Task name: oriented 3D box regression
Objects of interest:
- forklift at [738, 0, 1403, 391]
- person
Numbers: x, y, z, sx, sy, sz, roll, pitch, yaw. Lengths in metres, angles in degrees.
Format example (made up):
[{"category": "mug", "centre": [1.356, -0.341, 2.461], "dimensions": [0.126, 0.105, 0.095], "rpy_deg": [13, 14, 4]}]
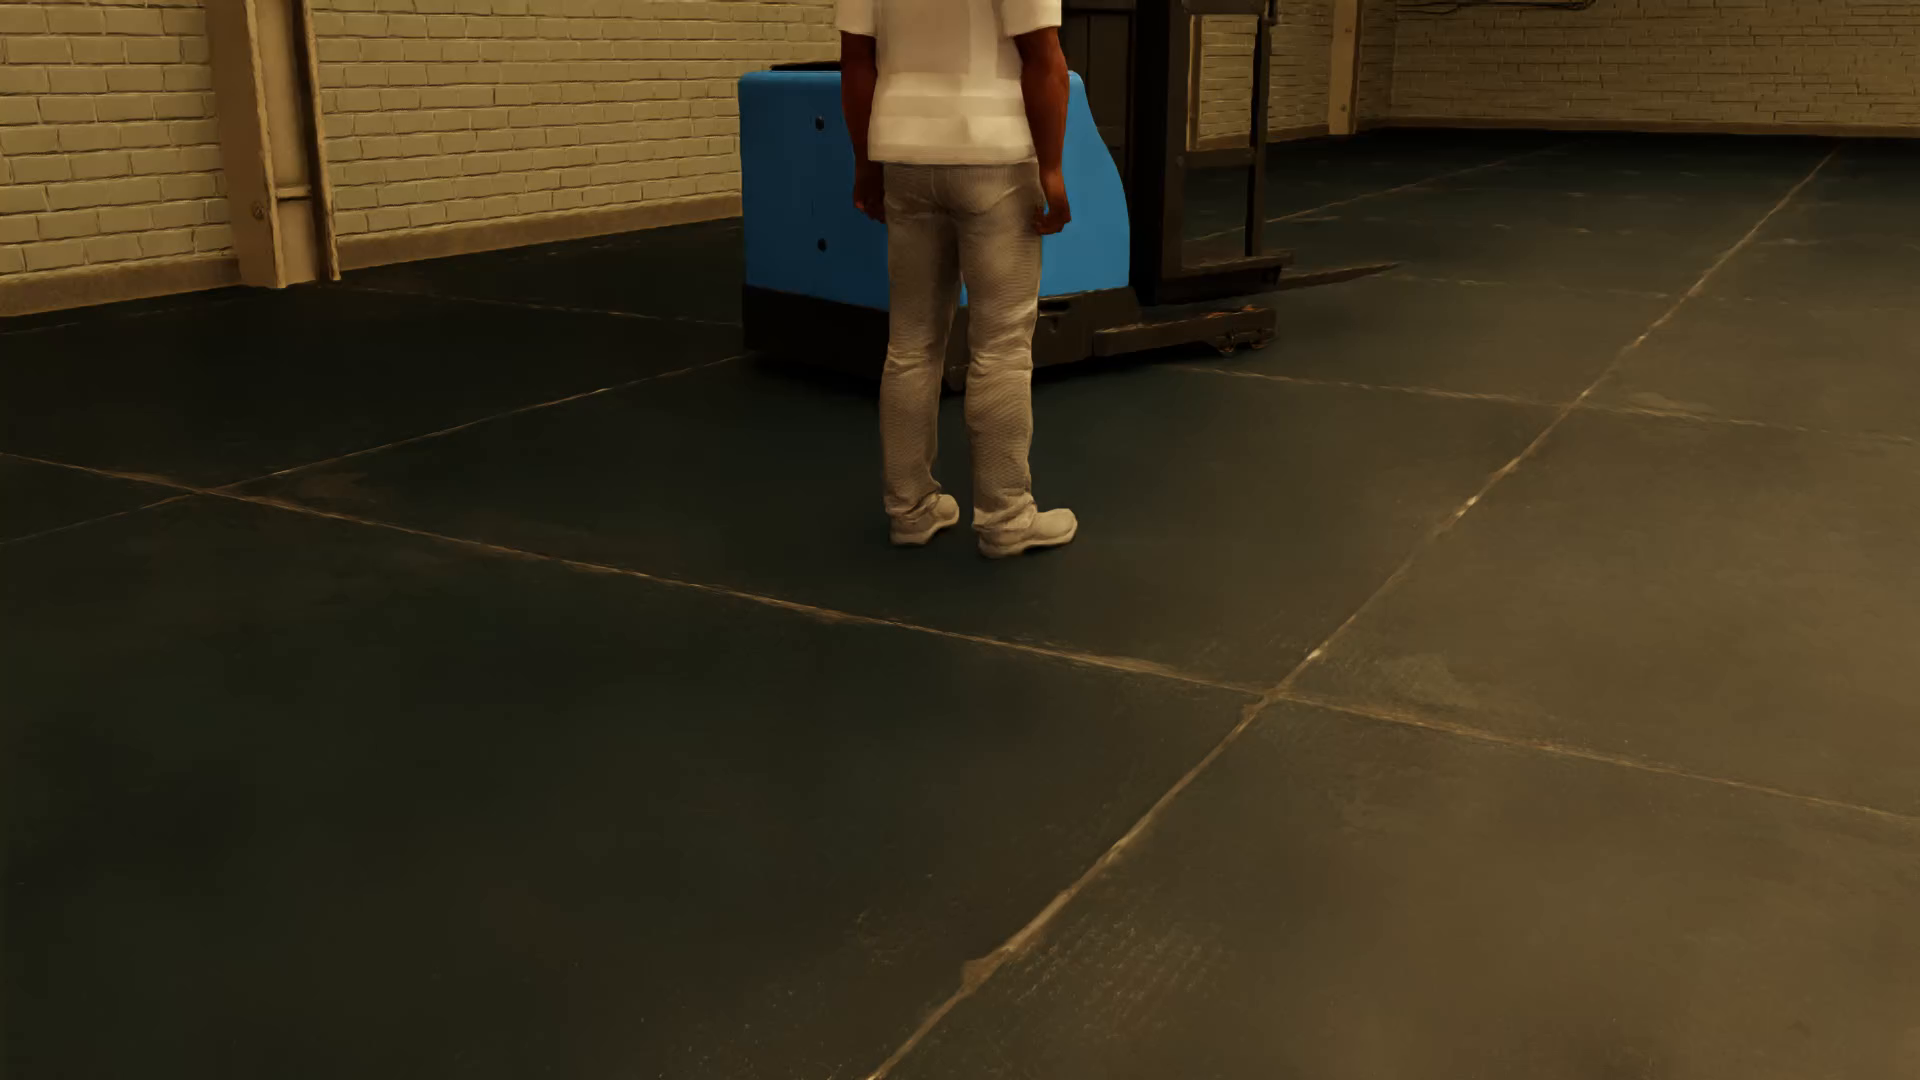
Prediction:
[{"category": "forklift", "centre": [0.633, -2.236, 6.447], "dimensions": [3.031, 2.935, 1.130], "rpy_deg": [-14, 21, -39]}, {"category": "person", "centre": [0.005, -0.851, 3.802], "dimensions": [0.559, 1.771, 0.367], "rpy_deg": [9, 19, 28]}]
